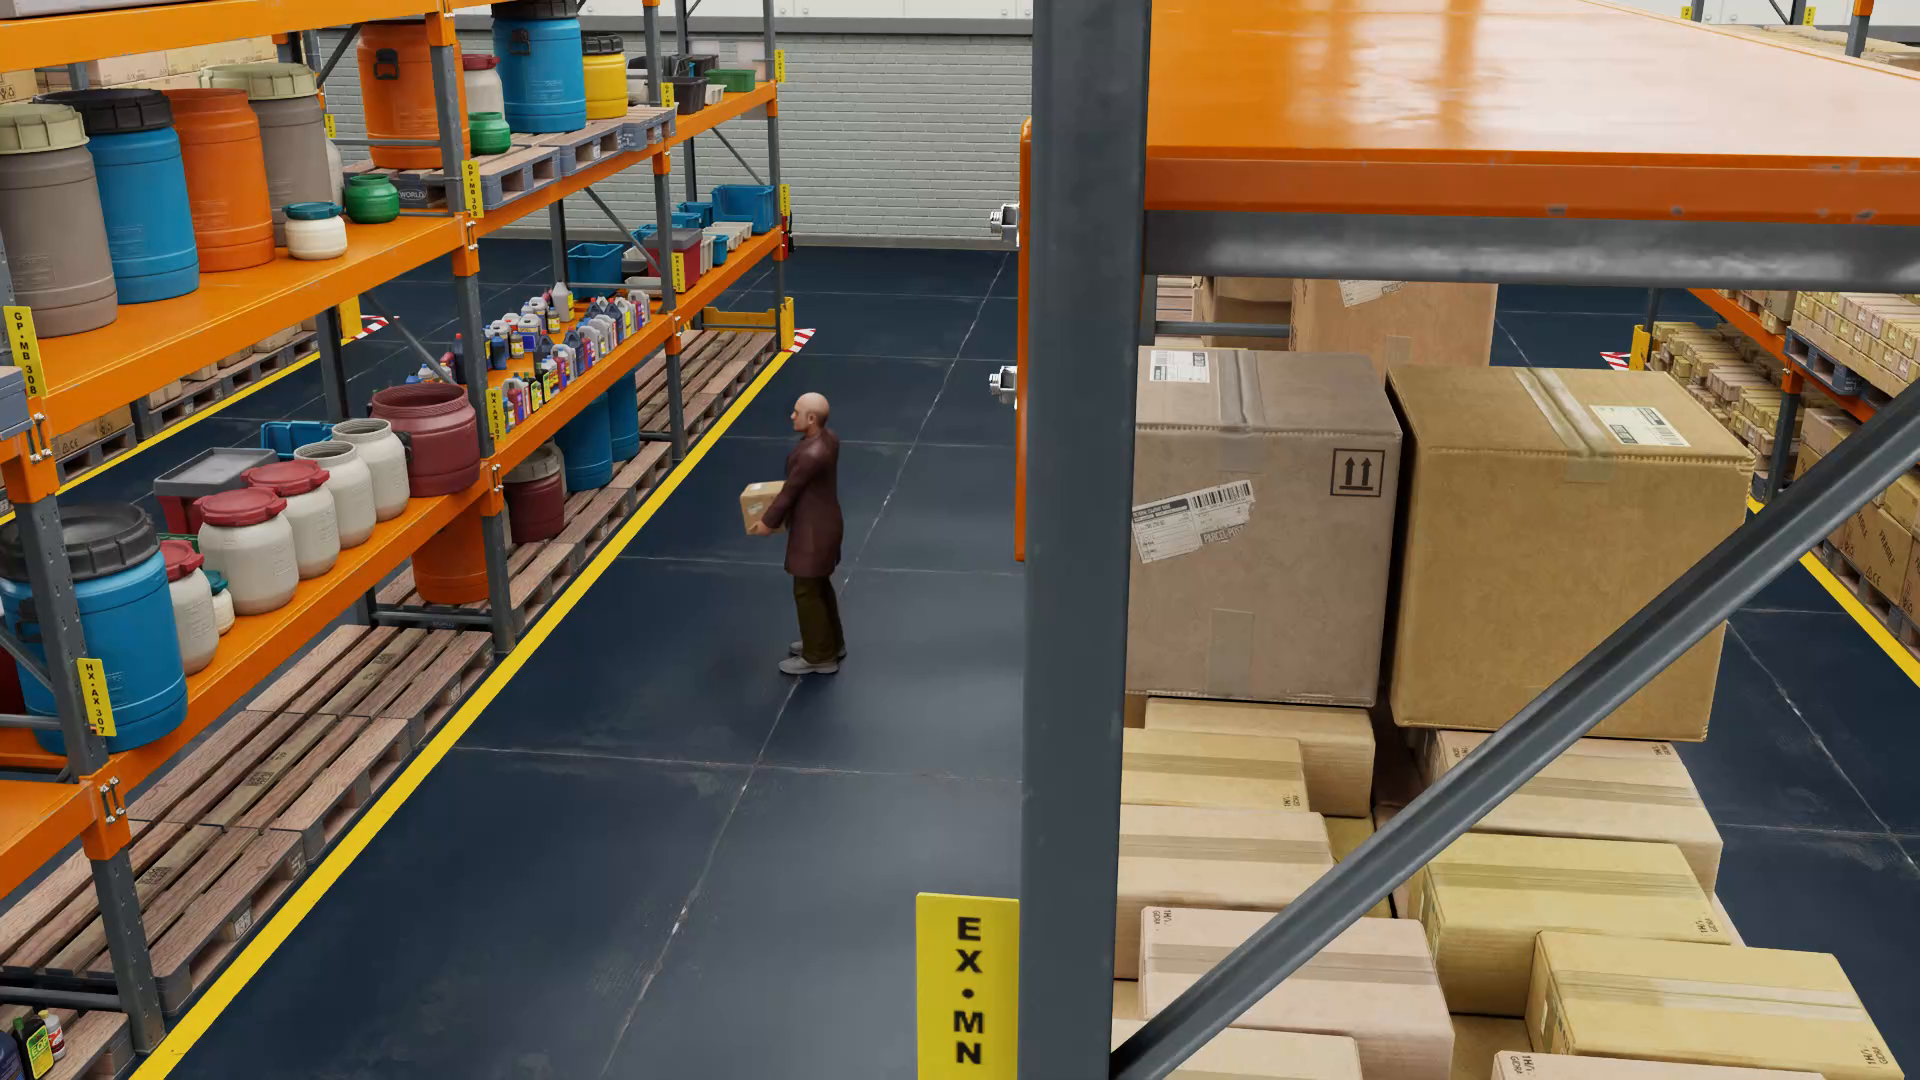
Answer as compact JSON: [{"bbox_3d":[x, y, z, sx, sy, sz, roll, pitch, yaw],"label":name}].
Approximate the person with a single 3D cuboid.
[{"bbox_3d":[-1.001,-0.052,10.244,0.551,1.780,0.526,2,21,6],"label":"person"}]
